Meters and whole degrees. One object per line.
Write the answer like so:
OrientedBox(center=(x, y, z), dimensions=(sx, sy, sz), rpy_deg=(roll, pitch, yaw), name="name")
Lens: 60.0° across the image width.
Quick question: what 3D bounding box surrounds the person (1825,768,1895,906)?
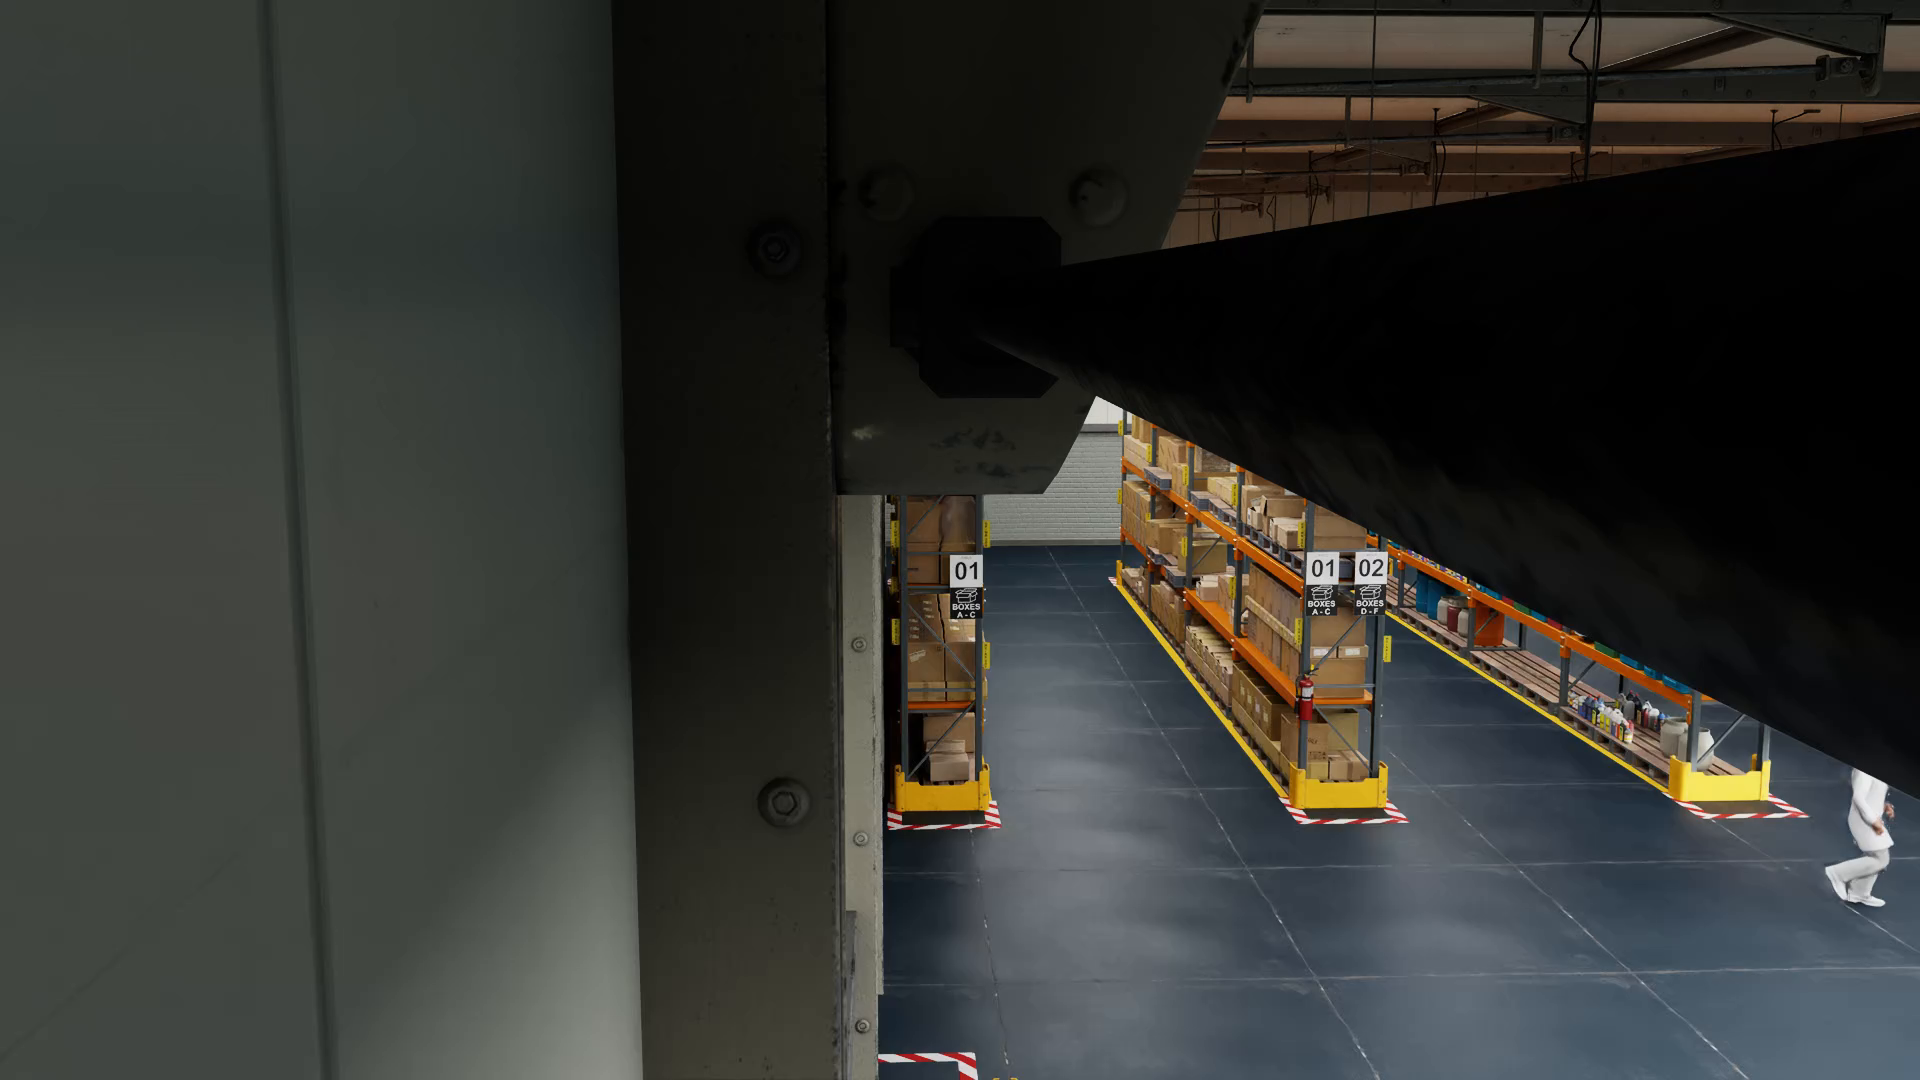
OrientedBox(center=(9.394, 2.937, 17.322), dimensions=(0.634, 1.749, 0.730), rpy_deg=(4, 9, 22), name="person")
